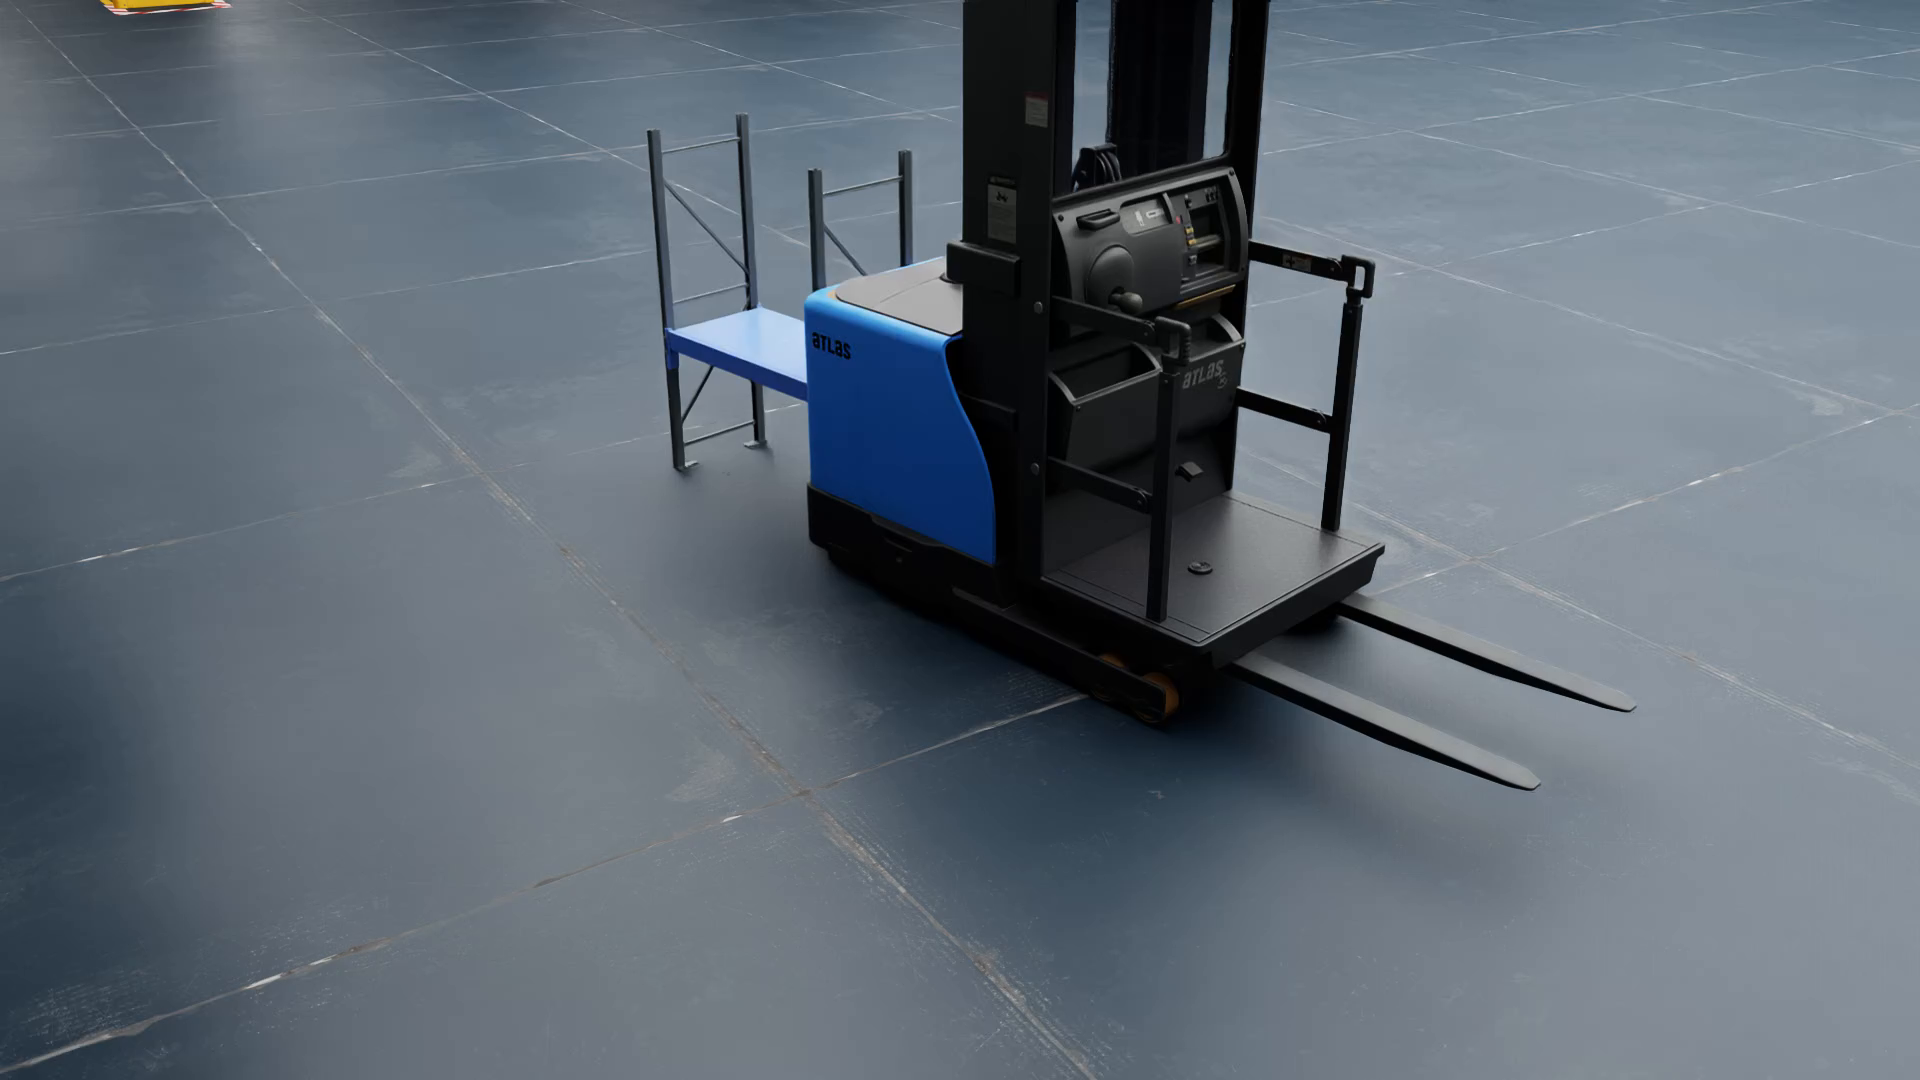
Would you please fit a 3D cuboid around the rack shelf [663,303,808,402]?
[{"bbox_3d":[-0.732,-0.750,7.004,0.538,0.185,1.000,-23,34,-40],"label":"rack shelf"}]

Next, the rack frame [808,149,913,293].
[{"bbox_3d":[-0.374,-0.759,6.601,0.500,1.500,0.032,-23,34,-40],"label":"rack frame"}]

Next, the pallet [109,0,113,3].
[{"bbox_3d":[-10.644,-7.226,21.810,1.003,0.211,1.213,-16,29,-30],"label":"pallet"}]

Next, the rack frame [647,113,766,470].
[{"bbox_3d":[-1.090,-1.067,7.254,0.500,1.500,0.032,-23,34,-40],"label":"rack frame"}]

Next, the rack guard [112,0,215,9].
[{"bbox_3d":[-10.178,-7.085,21.172,1.175,0.500,0.348,-16,29,-30],"label":"rack guard"}]

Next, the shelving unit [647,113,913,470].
[{"bbox_3d":[-0.732,-0.913,6.927,0.538,1.500,1.048,-23,34,-40],"label":"shelving unit"}]

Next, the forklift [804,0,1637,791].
[{"bbox_3d":[0.796,-0.973,5.377,1.130,2.935,3.031,-23,34,-40],"label":"forklift"}]
